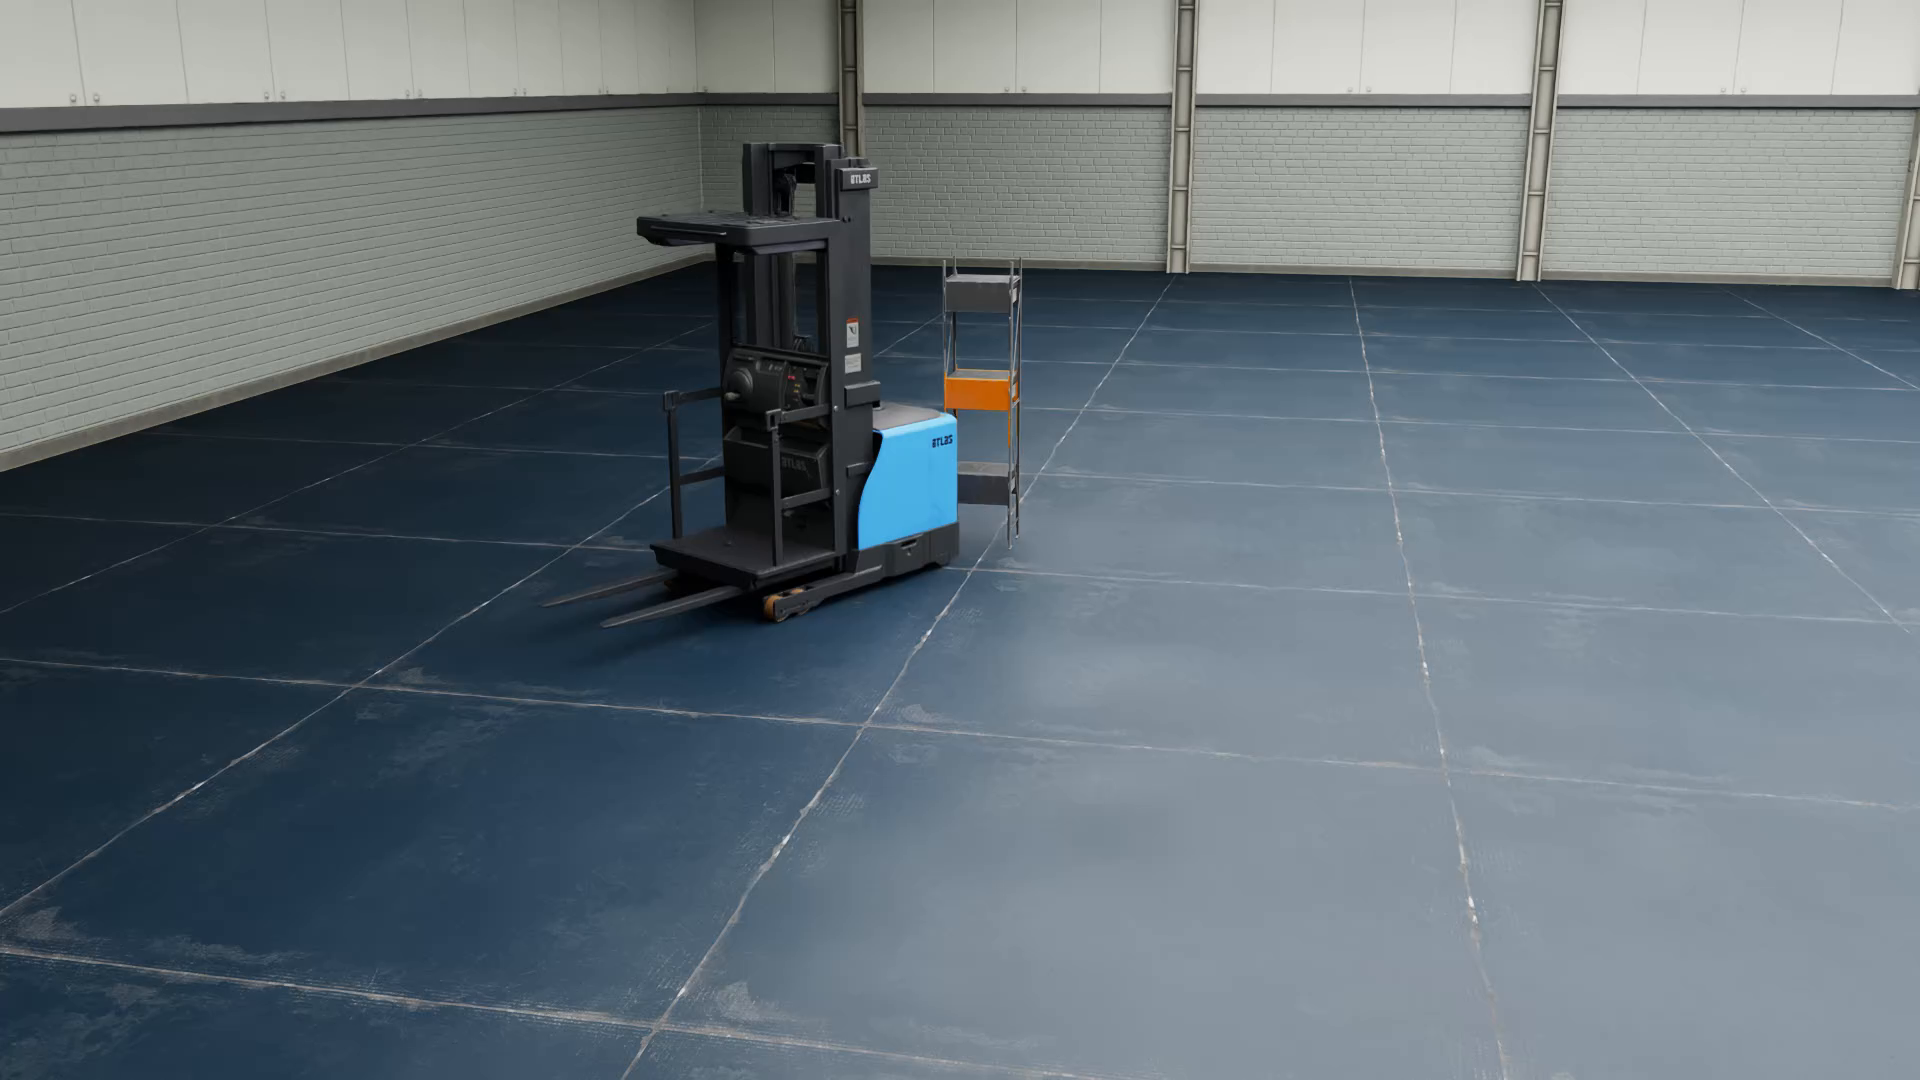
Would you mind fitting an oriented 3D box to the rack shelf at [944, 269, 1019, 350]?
[{"bbox_3d":[0.162,-1.665,11.997,0.480,0.518,0.431,3,16,11],"label":"rack shelf"}]

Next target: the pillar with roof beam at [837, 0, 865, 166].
[{"bbox_3d":[-2.824,-8.338,25.737,0.400,9.000,9.100,3,16,11],"label":"pillar with roof beam"}]

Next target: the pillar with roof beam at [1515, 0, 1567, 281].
[{"bbox_3d":[8.936,-7.700,23.432,0.400,9.000,9.100,3,16,11],"label":"pillar with roof beam"}]

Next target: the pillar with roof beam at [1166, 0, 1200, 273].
[{"bbox_3d":[3.056,-8.019,24.585,0.400,9.000,9.100,3,16,11],"label":"pillar with roof beam"}]

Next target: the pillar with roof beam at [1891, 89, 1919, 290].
[{"bbox_3d":[14.815,-7.381,22.280,0.400,9.000,9.100,3,16,11],"label":"pillar with roof beam"}]

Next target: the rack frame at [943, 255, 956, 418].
[{"bbox_3d":[-0.077,-1.016,12.227,0.015,2.100,0.400,3,16,11],"label":"rack frame"}]

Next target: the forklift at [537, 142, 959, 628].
[{"bbox_3d":[-1.355,-1.045,10.774,1.130,2.935,3.031,13,20,39],"label":"forklift"}]

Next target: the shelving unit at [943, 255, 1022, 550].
[{"bbox_3d":[0.162,-1.003,12.180,0.503,2.100,0.431,3,16,11],"label":"shelving unit"}]

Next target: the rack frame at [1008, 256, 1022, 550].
[{"bbox_3d":[0.401,-0.990,12.133,0.015,2.100,0.400,3,16,11],"label":"rack frame"}]

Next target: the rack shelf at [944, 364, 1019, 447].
[{"bbox_3d":[0.162,-0.990,12.184,0.480,0.518,0.431,3,16,11],"label":"rack shelf"}]

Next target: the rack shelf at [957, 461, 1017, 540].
[{"bbox_3d":[0.162,-0.315,12.370,0.480,0.518,0.431,3,16,11],"label":"rack shelf"}]
